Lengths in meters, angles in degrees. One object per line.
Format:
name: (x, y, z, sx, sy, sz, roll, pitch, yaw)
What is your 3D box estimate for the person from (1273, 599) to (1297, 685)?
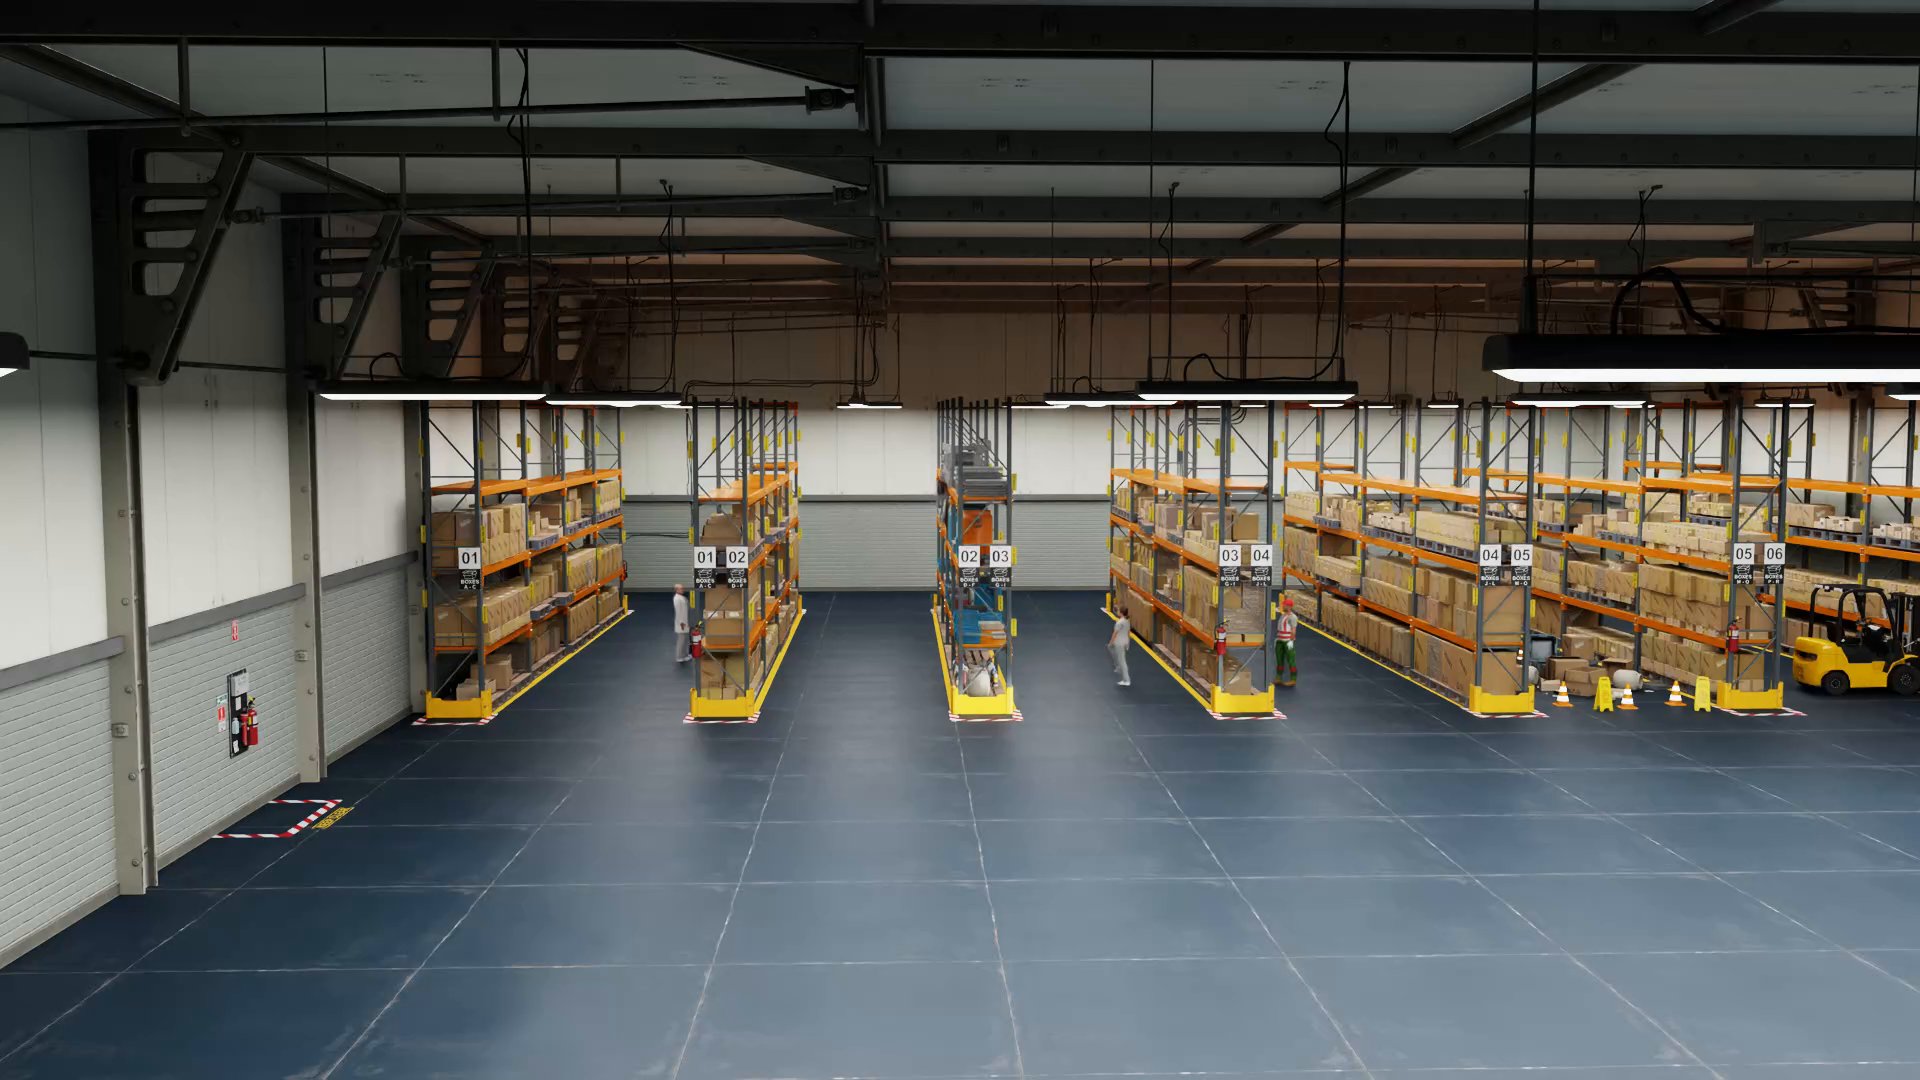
person: (6.817, 2.126, 34.941, 0.456, 1.785, 0.593, -3, 5, -34)

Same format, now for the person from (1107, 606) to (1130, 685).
person: (3.306, 2.191, 34.776, 0.698, 1.656, 0.473, 4, 6, 45)

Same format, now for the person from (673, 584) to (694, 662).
person: (-6.330, 1.888, 38.179, 0.510, 1.776, 0.613, -1, 5, -14)

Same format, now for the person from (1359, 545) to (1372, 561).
person: (12.288, 0.973, 50.555, 0.856, 1.679, 0.594, -2, 5, -28)
